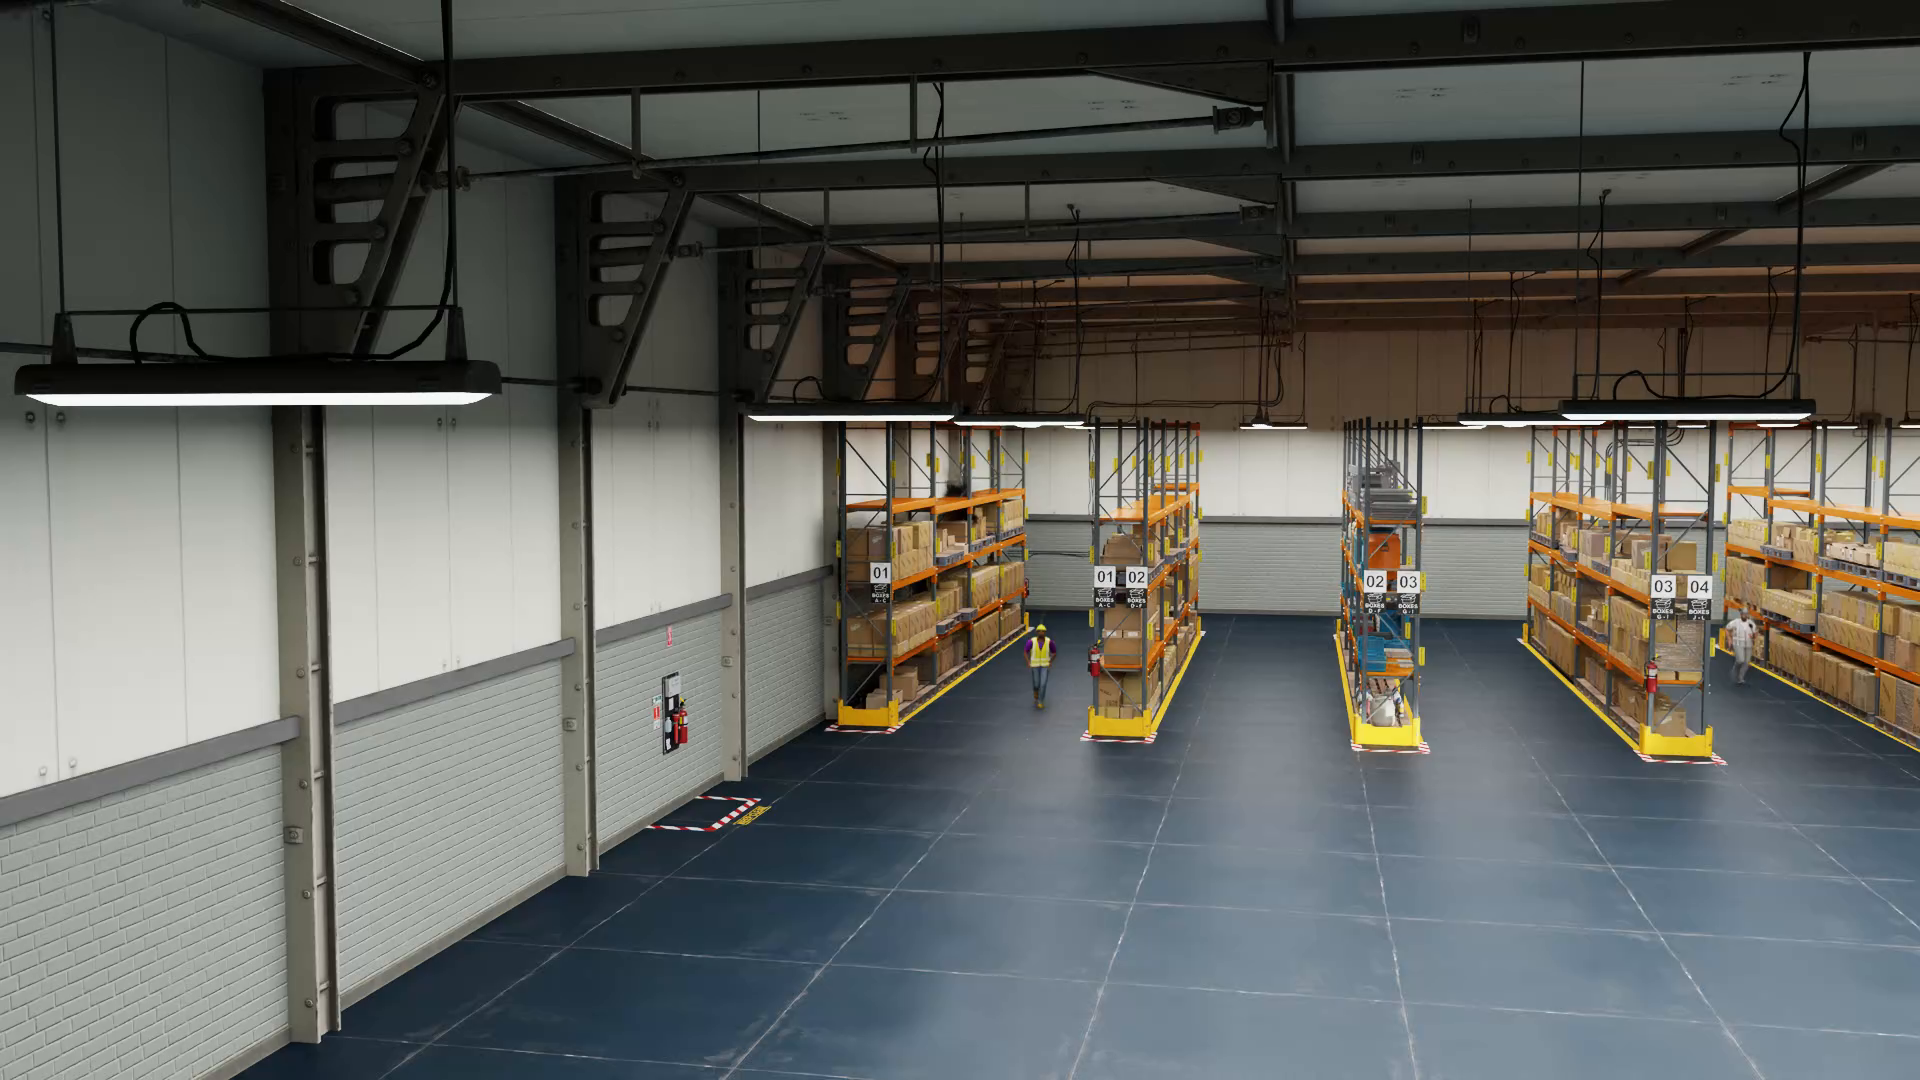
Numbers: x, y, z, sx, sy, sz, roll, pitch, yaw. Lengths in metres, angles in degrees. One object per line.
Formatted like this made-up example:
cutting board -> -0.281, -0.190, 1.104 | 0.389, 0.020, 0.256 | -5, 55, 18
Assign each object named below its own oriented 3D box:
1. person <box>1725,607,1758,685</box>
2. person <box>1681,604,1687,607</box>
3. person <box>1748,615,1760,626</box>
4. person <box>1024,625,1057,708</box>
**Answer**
person -> 17.720, 2.401, 37.622 | 0.637, 1.775, 0.675 | 0, 4, 5
person -> 18.852, 2.108, 43.689 | 0.546, 1.537, 0.549 | 1, 4, 19
person -> 21.609, 1.953, 45.227 | 0.781, 1.679, 0.929 | 3, 5, 35
person -> 1.676, 2.622, 34.694 | 0.697, 1.725, 0.677 | 0, 4, 0
